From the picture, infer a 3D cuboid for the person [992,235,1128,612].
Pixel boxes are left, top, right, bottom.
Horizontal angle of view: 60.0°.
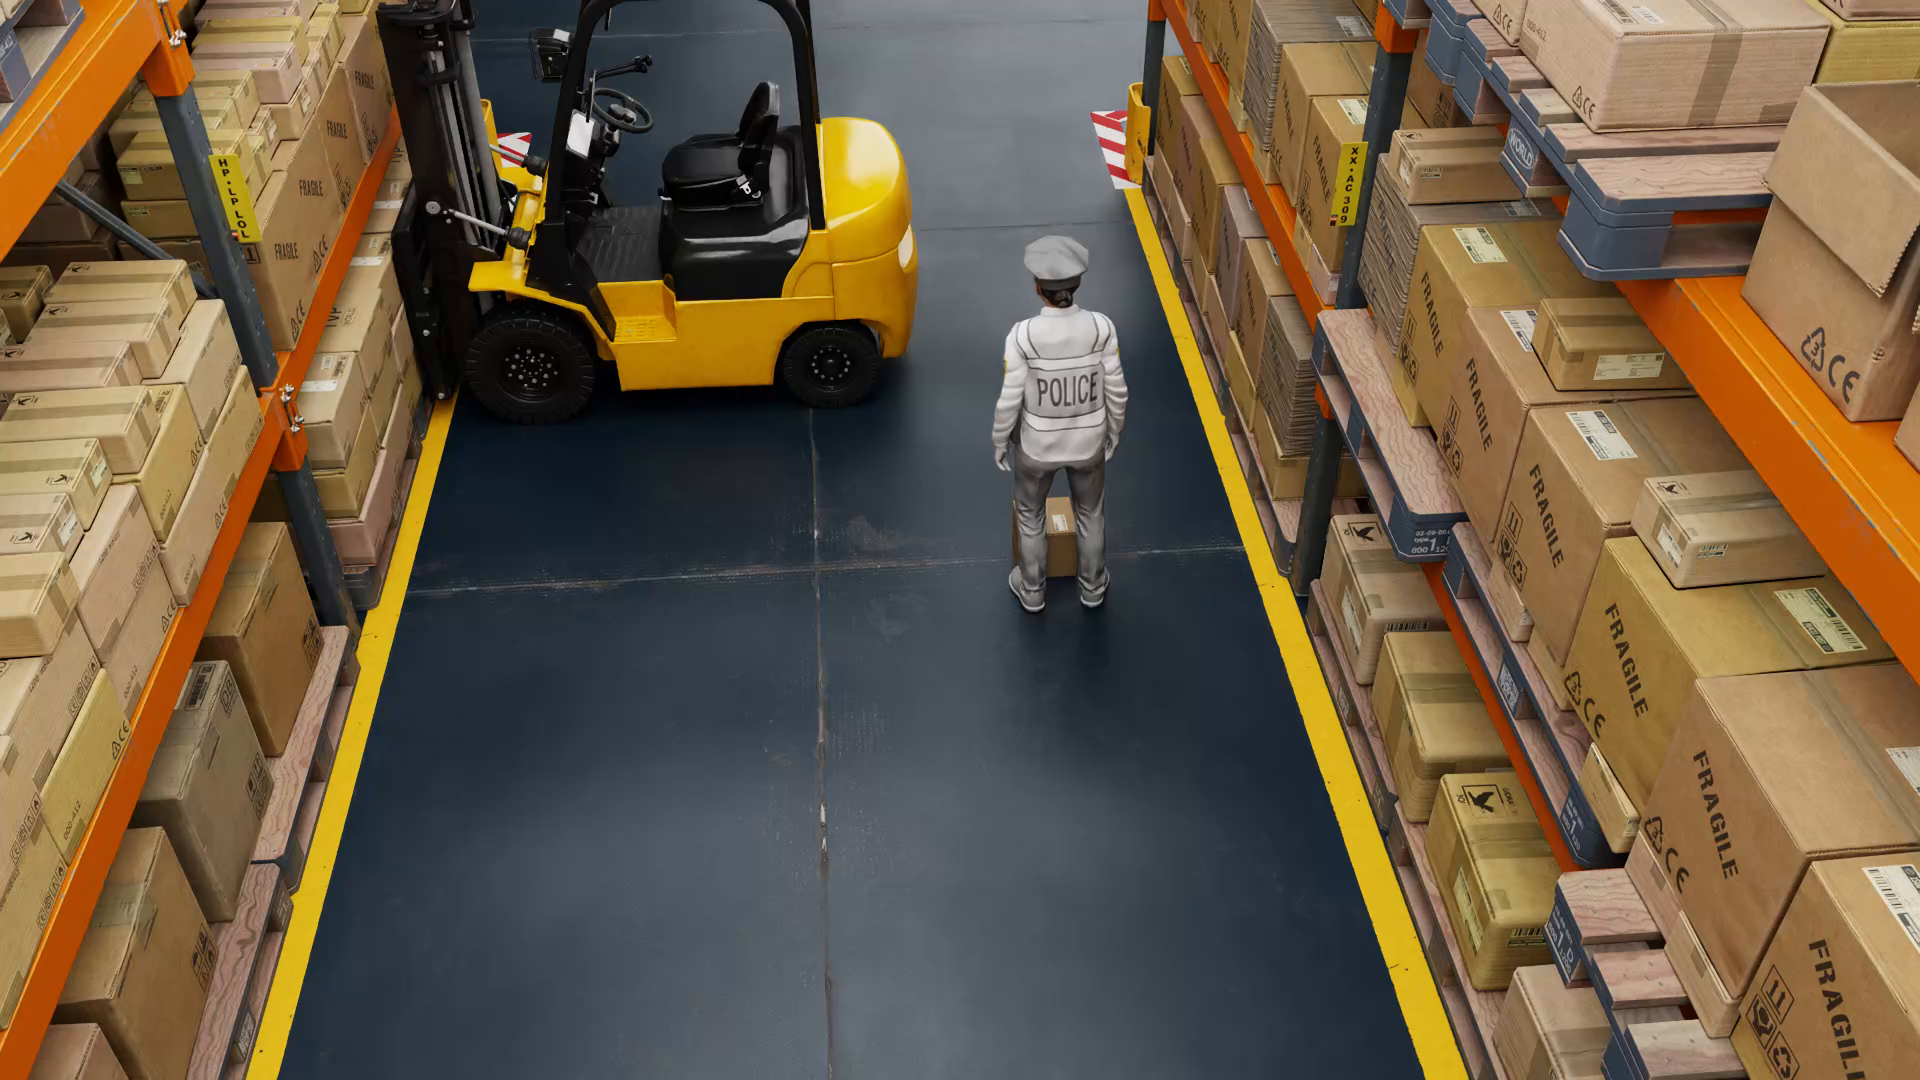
[{"bbox_3d":[0.394,-0.401,6.642,0.543,1.662,0.376,-5,40,-7],"label":"person"}]
